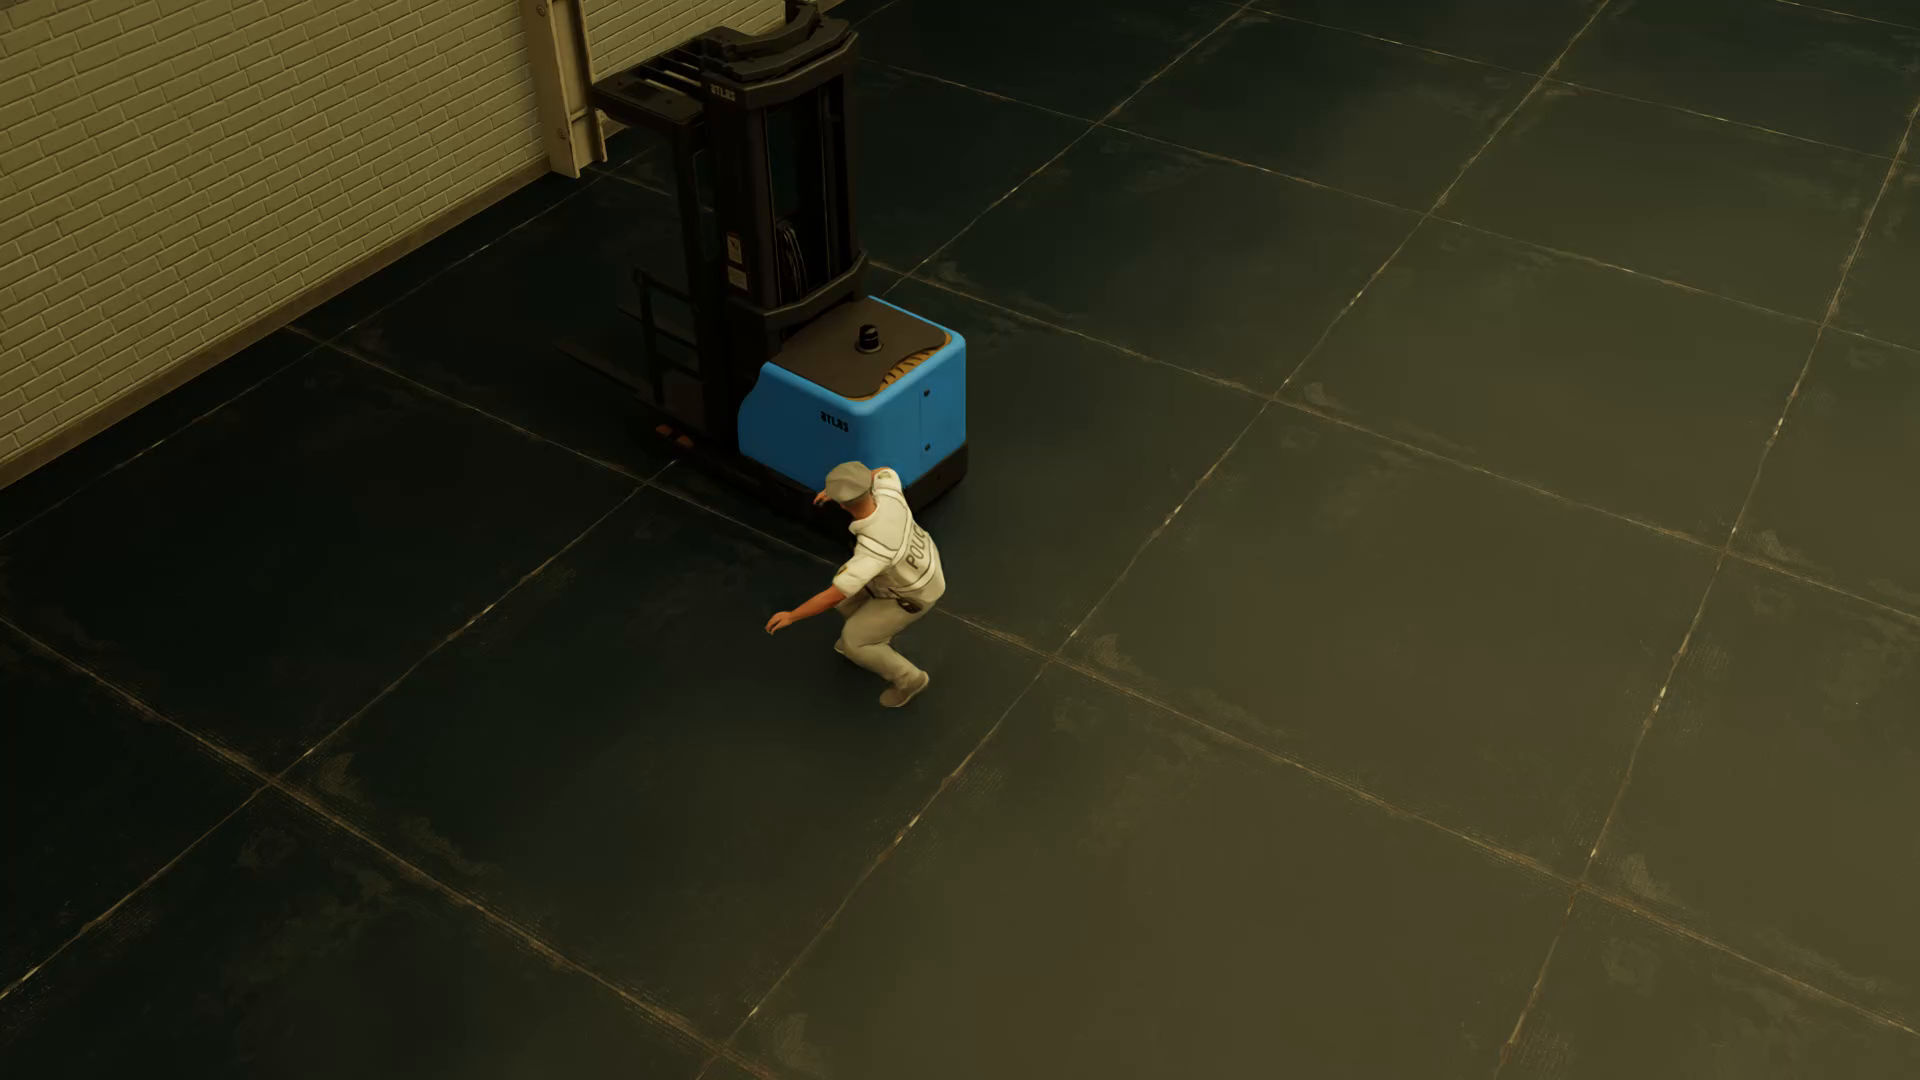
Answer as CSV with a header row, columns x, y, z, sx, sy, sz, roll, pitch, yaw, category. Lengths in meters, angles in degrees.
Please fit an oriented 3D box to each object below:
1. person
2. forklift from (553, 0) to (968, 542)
x,y,z,sx,sy,sz,roll,pitch,yaw,category
-0.562,0.204,8.879,0.963,1.514,0.796,-3,40,-4,person
-1.420,-1.872,10.176,3.031,2.935,1.130,27,47,28,forklift
